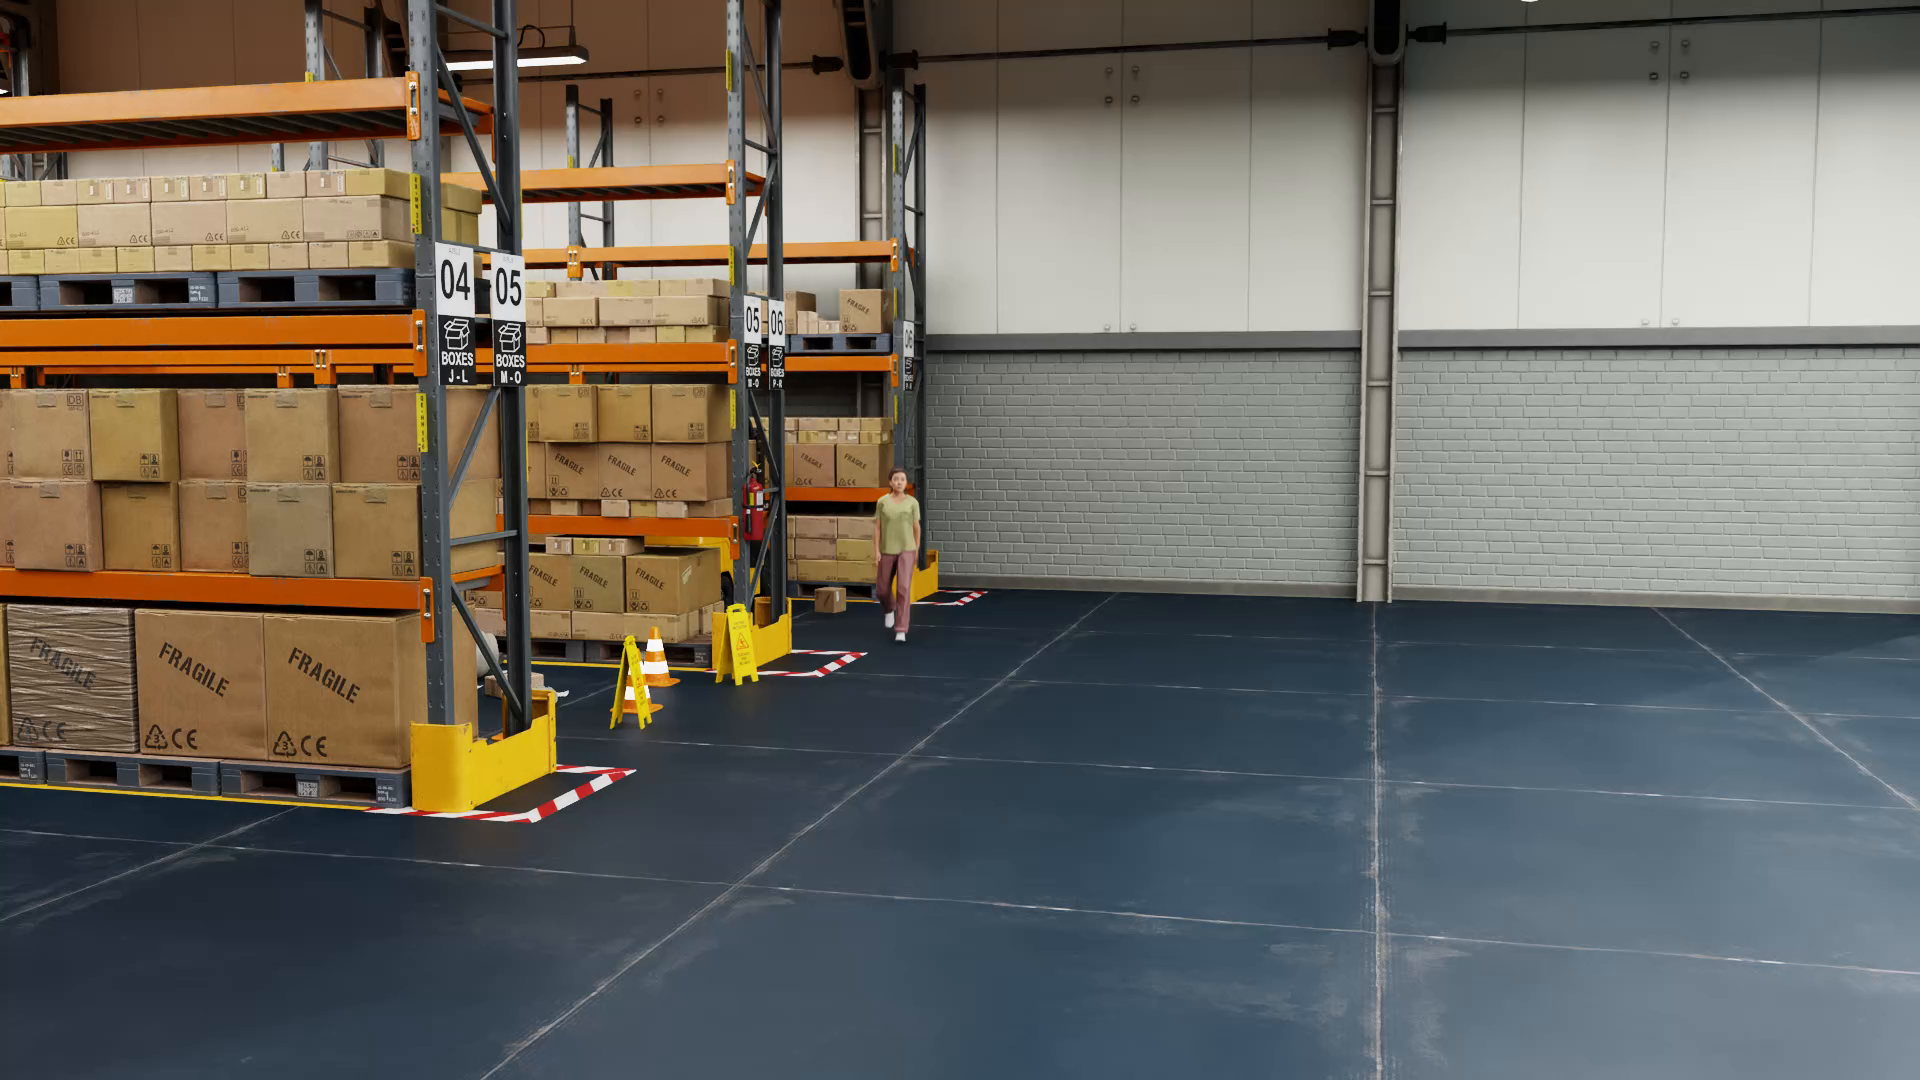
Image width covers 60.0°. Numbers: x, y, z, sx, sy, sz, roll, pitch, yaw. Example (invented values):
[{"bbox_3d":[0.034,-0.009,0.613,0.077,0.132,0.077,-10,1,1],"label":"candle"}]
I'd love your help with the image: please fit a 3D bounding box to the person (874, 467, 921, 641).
[{"bbox_3d":[-0.599,0.120,16.000,0.443,1.644,0.790,0,5,4],"label":"person"}]
